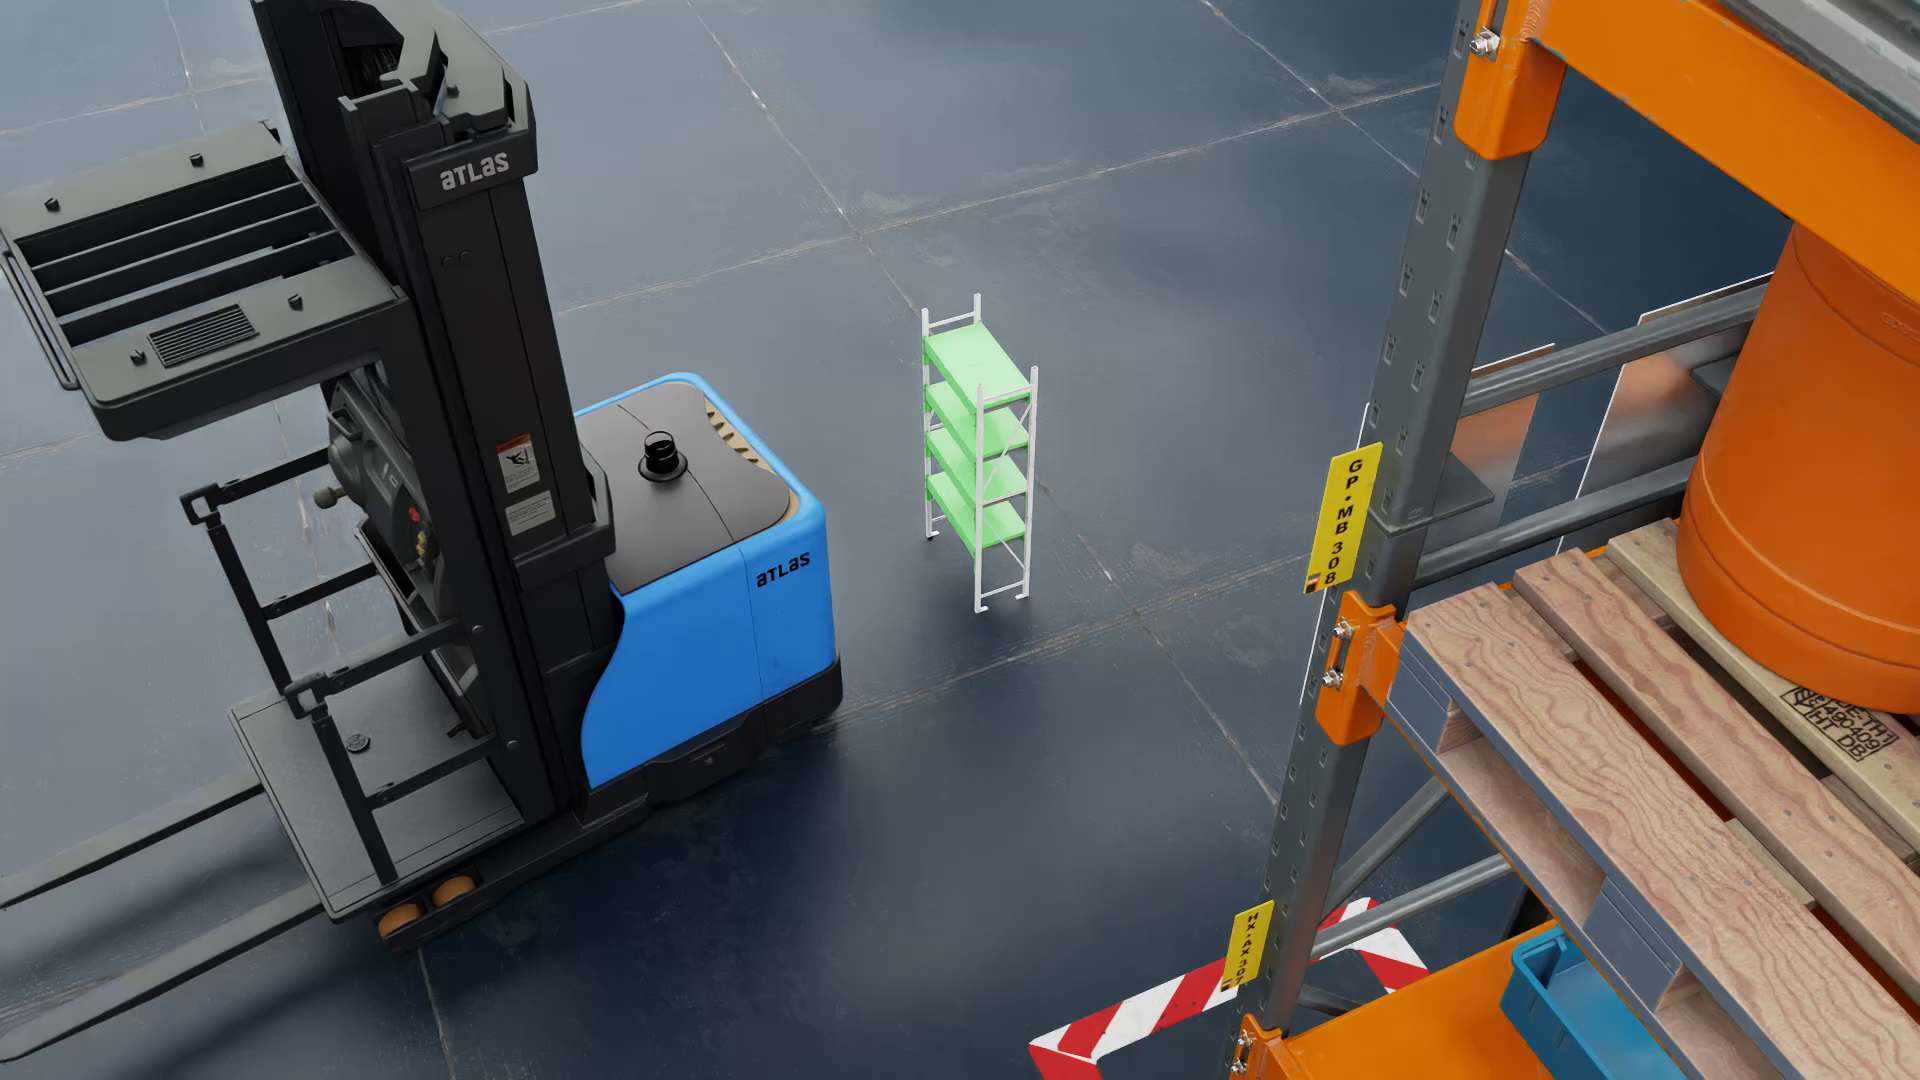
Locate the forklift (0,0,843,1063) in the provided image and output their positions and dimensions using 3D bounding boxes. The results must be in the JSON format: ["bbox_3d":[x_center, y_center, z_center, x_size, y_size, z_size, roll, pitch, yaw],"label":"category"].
[{"bbox_3d":[-1.949,-0.063,5.096,3.031,2.935,1.130,-26,50,-24],"label":"forklift"}]

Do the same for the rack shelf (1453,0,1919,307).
[{"bbox_3d":[2.002,0.416,1.088,1.077,0.370,4.000,-18,47,-17],"label":"rack shelf"}]

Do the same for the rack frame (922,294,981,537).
[{"bbox_3d":[-0.033,-0.477,6.748,0.240,1.200,0.015,-18,47,-17],"label":"rack frame"}]

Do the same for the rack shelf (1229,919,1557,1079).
[{"bbox_3d":[2.002,2.409,3.054,1.077,0.370,4.000,-18,47,-17],"label":"rack shelf"}]

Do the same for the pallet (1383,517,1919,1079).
[{"bbox_3d":[1.420,0.434,2.542,1.003,0.211,1.213,-18,47,-17],"label":"pallet"}]

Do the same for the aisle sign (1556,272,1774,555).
[{"bbox_3d":[1.401,-0.181,3.315,0.394,0.787,0.004,-18,47,-17],"label":"aisle sign"}]

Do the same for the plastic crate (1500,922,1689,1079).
[{"bbox_3d":[1.643,1.162,3.912,0.499,0.251,0.616,-18,47,-17],"label":"plastic crate"}]

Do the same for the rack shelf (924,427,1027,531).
[{"bbox_3d":[0.070,-0.276,6.635,0.258,0.148,0.480,-18,47,-17],"label":"rack shelf"}]

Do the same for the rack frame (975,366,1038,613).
[{"bbox_3d":[0.172,-0.166,6.433,0.240,1.200,0.015,-18,47,-17],"label":"rack frame"}]

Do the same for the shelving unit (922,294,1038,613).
[{"bbox_3d":[0.070,-0.322,6.591,0.258,1.200,0.503,-18,47,-17],"label":"shelving unit"}]

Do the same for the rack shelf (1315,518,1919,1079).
[{"bbox_3d":[2.002,1.341,2.001,1.077,0.370,4.000,-18,47,-17],"label":"rack shelf"}]

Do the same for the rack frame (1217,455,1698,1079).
[{"bbox_3d":[1.161,0.878,4.093,1.000,3.000,0.127,-18,47,-17],"label":"rack frame"}]

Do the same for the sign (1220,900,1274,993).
[{"bbox_3d":[0.660,0.939,3.834,0.100,0.325,0.005,-18,47,-17],"label":"sign"}]

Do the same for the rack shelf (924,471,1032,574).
[{"bbox_3d":[0.070,-0.105,6.804,0.258,0.148,0.480,-18,47,-17],"label":"rack shelf"}]

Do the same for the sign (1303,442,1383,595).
[{"bbox_3d":[0.660,-0.033,2.875,0.100,0.325,0.005,-18,47,-17],"label":"sign"}]

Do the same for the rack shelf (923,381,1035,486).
[{"bbox_3d":[0.070,-0.447,6.467,0.258,0.148,0.480,-18,47,-17],"label":"rack shelf"}]

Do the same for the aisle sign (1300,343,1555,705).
[{"bbox_3d":[0.865,-0.007,3.139,0.394,0.787,0.004,-18,47,-17],"label":"aisle sign"}]

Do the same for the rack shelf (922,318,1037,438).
[{"bbox_3d":[0.070,-0.618,6.298,0.258,0.148,0.480,-18,47,-17],"label":"rack shelf"}]

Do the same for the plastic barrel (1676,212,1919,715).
[{"bbox_3d":[1.481,-0.220,2.465,0.600,0.830,0.708,-18,47,-17],"label":"plastic barrel"}]

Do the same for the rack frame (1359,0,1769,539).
[{"bbox_3d":[1.161,-1.257,1.986,1.000,3.000,0.127,-18,47,-17],"label":"rack frame"}]
